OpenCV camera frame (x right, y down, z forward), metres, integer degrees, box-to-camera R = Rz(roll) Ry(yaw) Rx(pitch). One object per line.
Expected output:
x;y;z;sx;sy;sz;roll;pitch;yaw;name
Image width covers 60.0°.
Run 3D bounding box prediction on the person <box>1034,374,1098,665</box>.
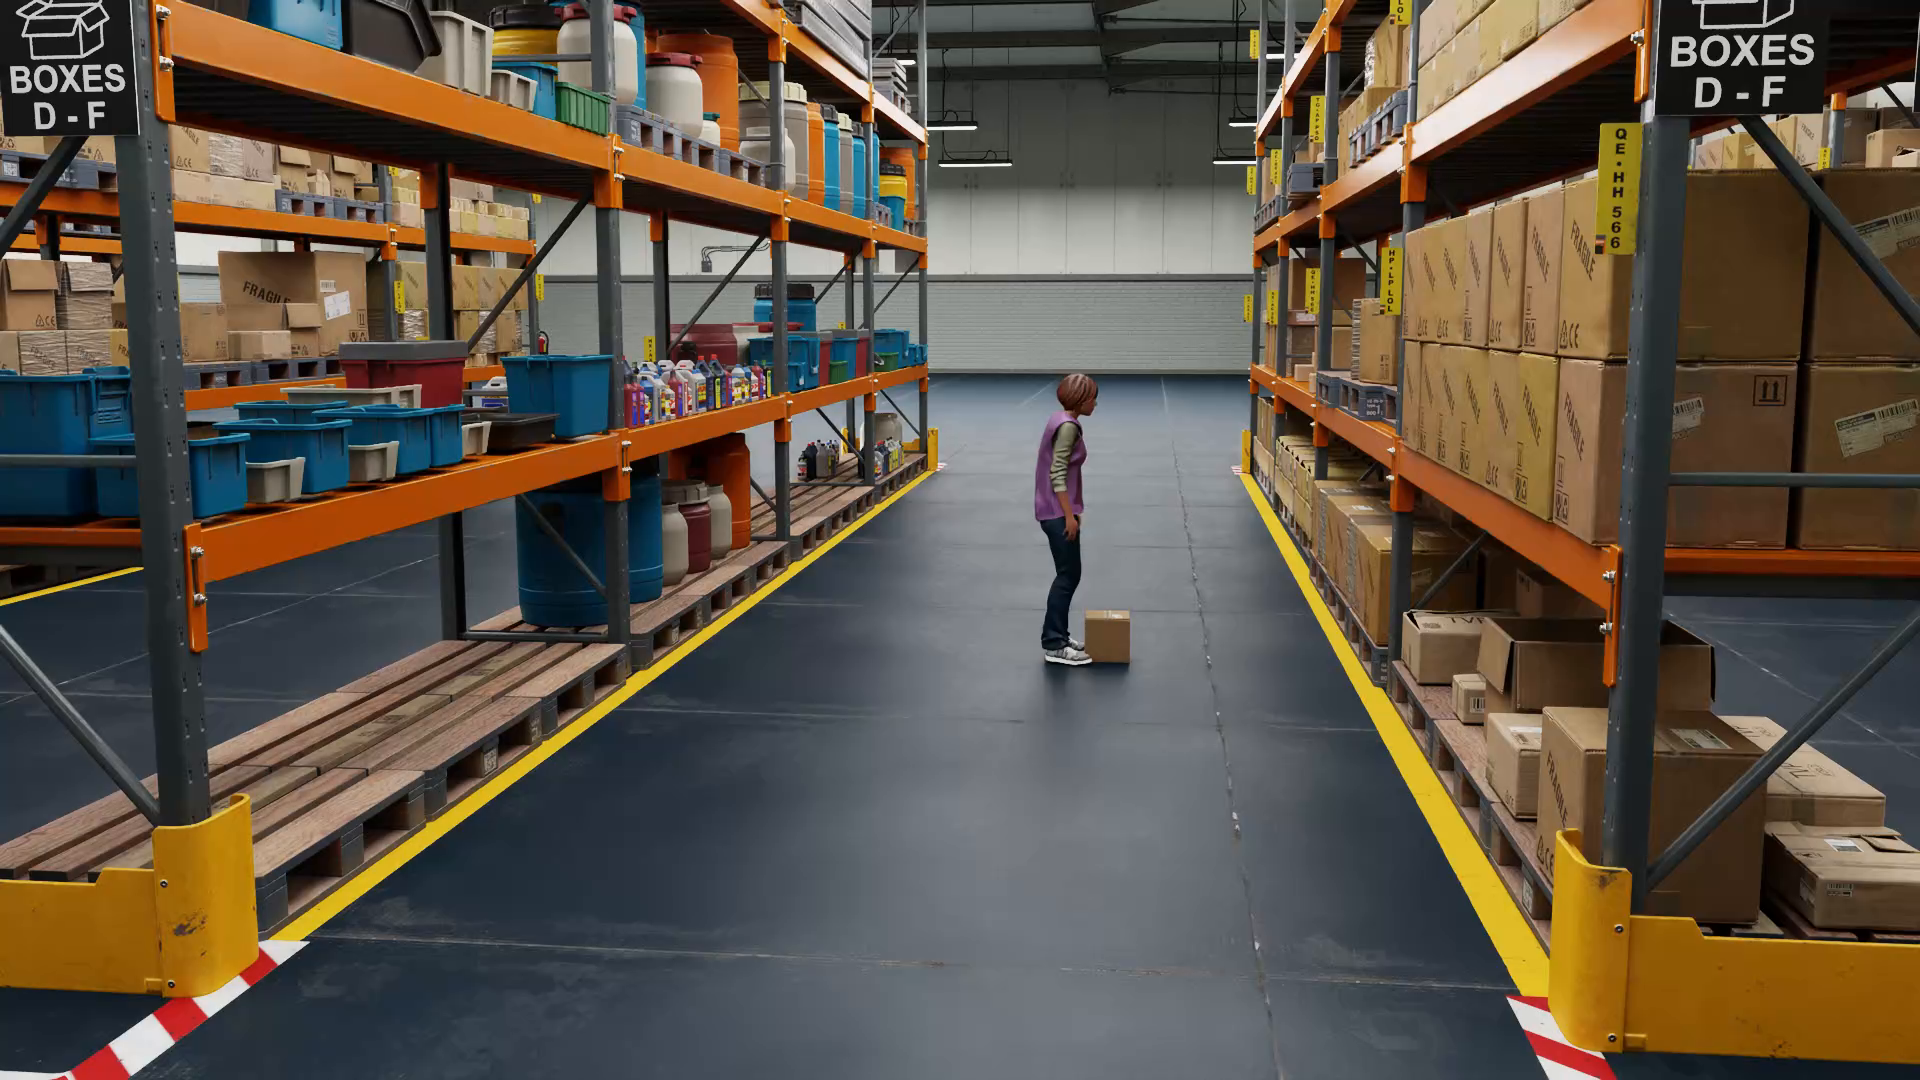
0.587;-0.126;9.263;0.344;1.593;0.462;1;8;6;person
